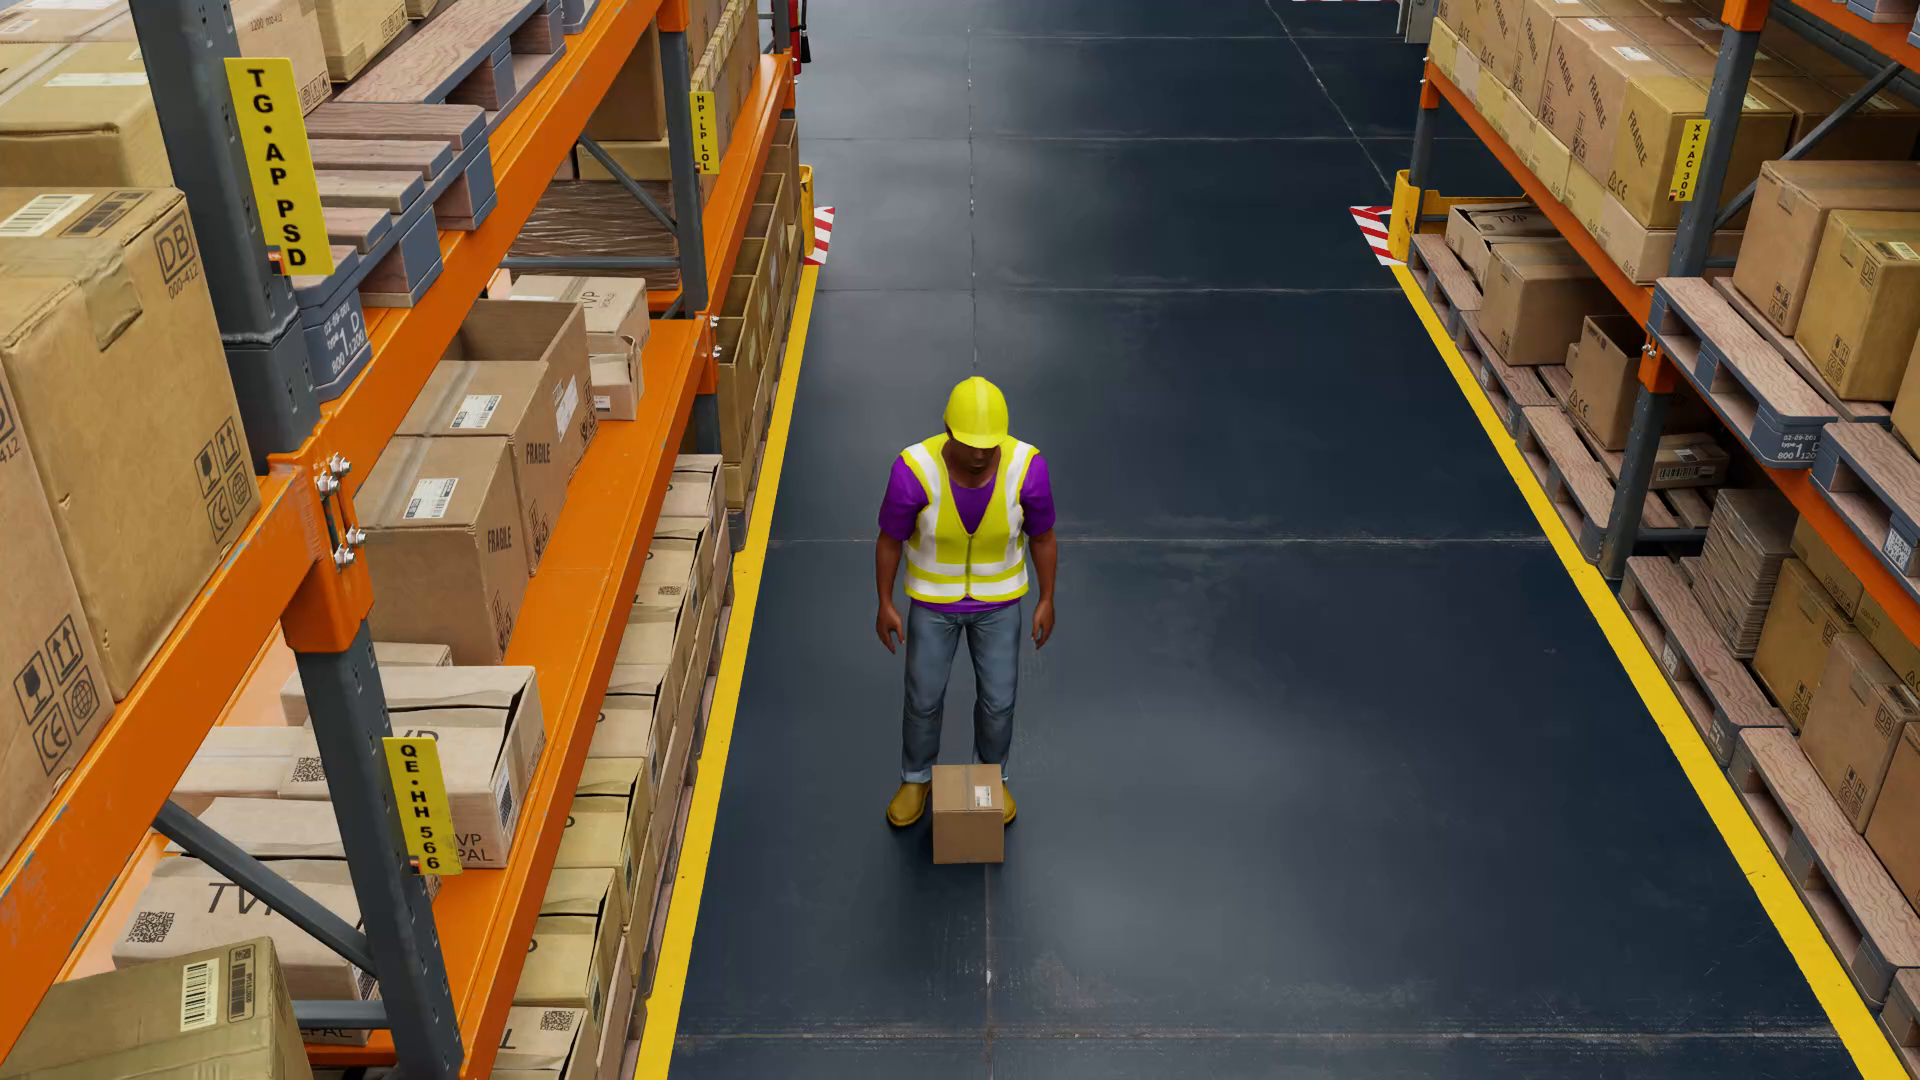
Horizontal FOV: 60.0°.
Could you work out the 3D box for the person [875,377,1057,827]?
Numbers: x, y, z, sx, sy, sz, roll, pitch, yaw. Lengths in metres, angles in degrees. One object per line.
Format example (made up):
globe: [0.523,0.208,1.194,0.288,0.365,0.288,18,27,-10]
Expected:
person: [0.023,0.220,5.758,0.632,1.759,0.462,-2,31,-3]
